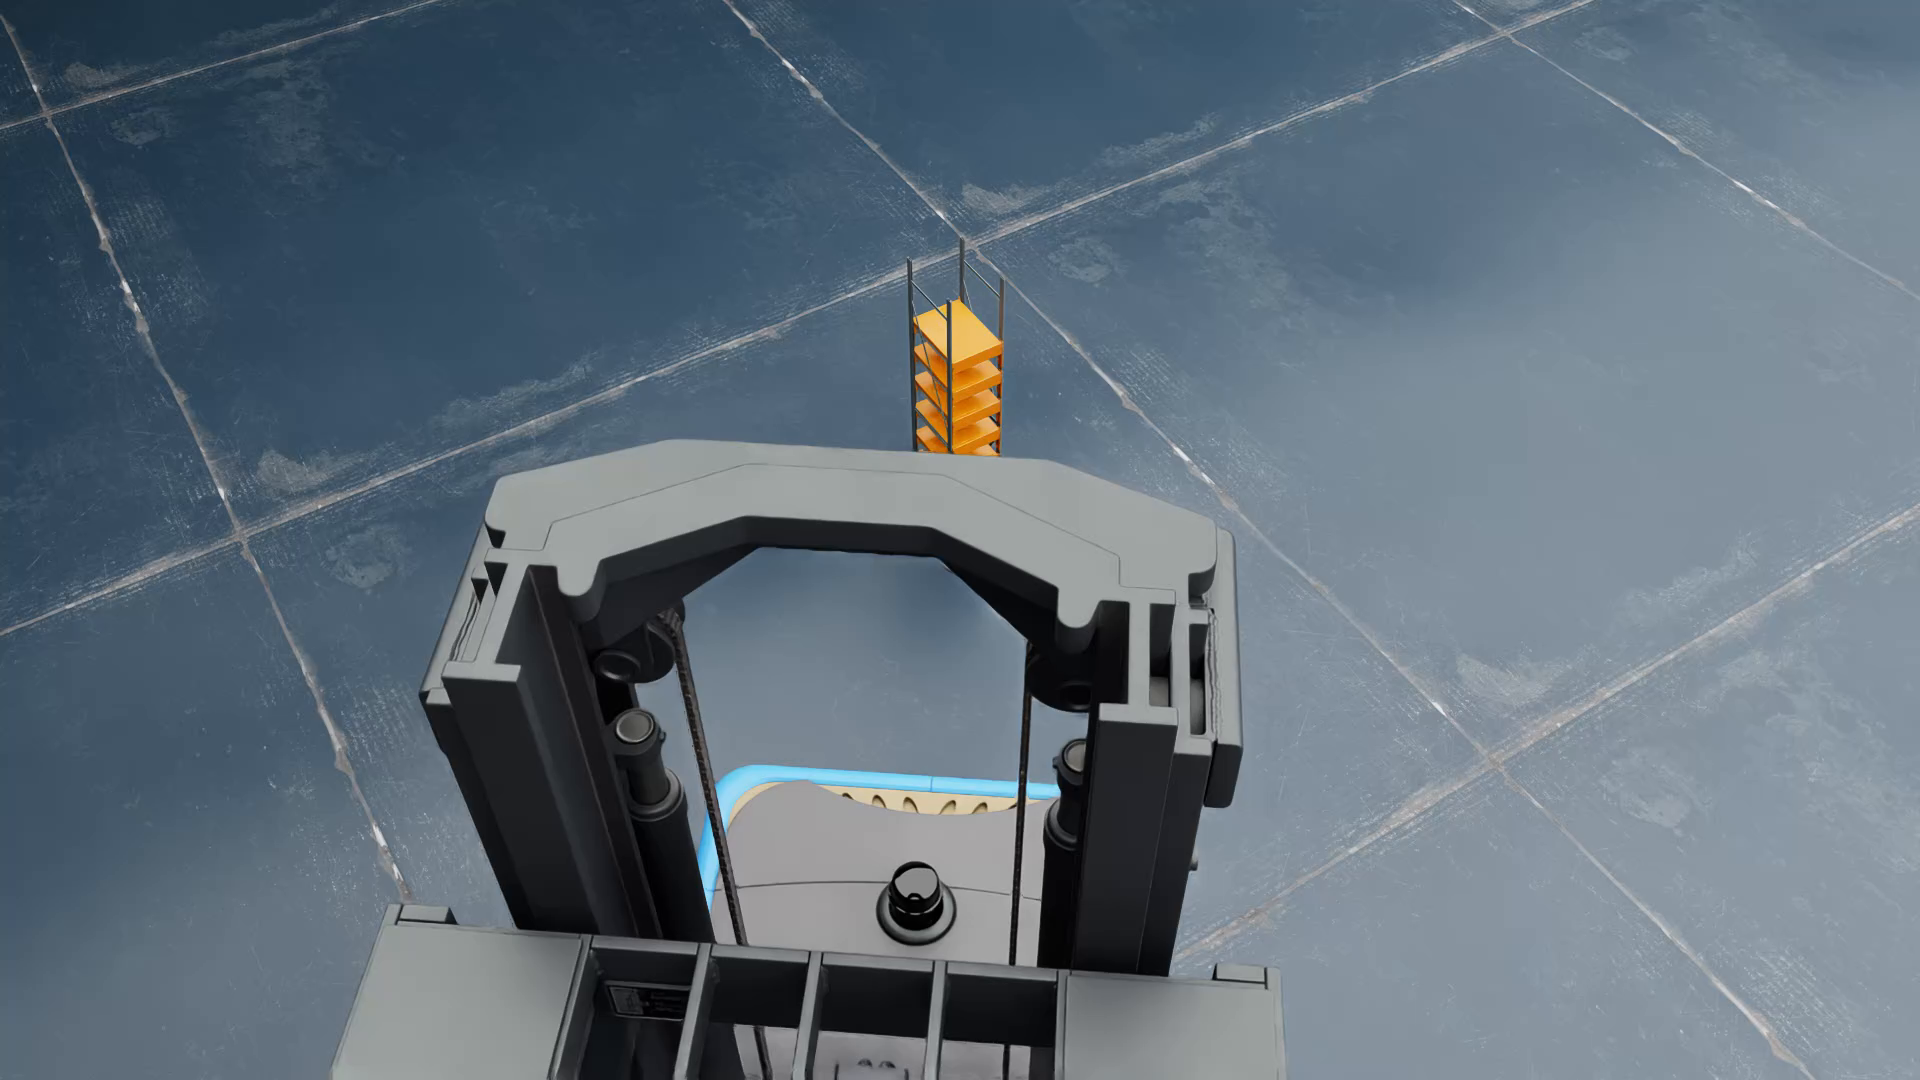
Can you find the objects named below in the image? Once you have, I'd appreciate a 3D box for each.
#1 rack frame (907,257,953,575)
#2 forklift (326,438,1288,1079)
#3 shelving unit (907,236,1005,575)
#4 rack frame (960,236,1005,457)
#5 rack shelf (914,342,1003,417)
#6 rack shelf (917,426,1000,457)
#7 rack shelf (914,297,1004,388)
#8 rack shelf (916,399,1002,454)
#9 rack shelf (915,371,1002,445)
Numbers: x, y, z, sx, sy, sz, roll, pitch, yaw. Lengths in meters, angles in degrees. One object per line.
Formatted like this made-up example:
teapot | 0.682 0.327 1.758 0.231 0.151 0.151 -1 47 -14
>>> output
rack frame | -0.090 -0.357 5.264 0.006 1.200 0.240 -25 53 -21
forklift | -0.183 1.384 2.555 1.130 2.935 3.031 3 48 3
shelving unit | -0.012 -0.393 5.297 0.189 1.200 0.258 -25 53 -21
rack frame | 0.065 -0.430 5.329 0.006 1.200 0.240 -25 53 -21
rack shelf | -0.012 -0.523 5.151 0.180 0.103 0.258 -25 53 -21
rack shelf | -0.012 -0.284 5.420 0.180 0.103 0.258 -25 53 -21
rack shelf | -0.012 -0.603 5.061 0.180 0.103 0.258 -25 53 -21
rack shelf | -0.012 -0.364 5.330 0.180 0.103 0.258 -25 53 -21
rack shelf | -0.012 -0.444 5.240 0.180 0.103 0.258 -25 53 -21
